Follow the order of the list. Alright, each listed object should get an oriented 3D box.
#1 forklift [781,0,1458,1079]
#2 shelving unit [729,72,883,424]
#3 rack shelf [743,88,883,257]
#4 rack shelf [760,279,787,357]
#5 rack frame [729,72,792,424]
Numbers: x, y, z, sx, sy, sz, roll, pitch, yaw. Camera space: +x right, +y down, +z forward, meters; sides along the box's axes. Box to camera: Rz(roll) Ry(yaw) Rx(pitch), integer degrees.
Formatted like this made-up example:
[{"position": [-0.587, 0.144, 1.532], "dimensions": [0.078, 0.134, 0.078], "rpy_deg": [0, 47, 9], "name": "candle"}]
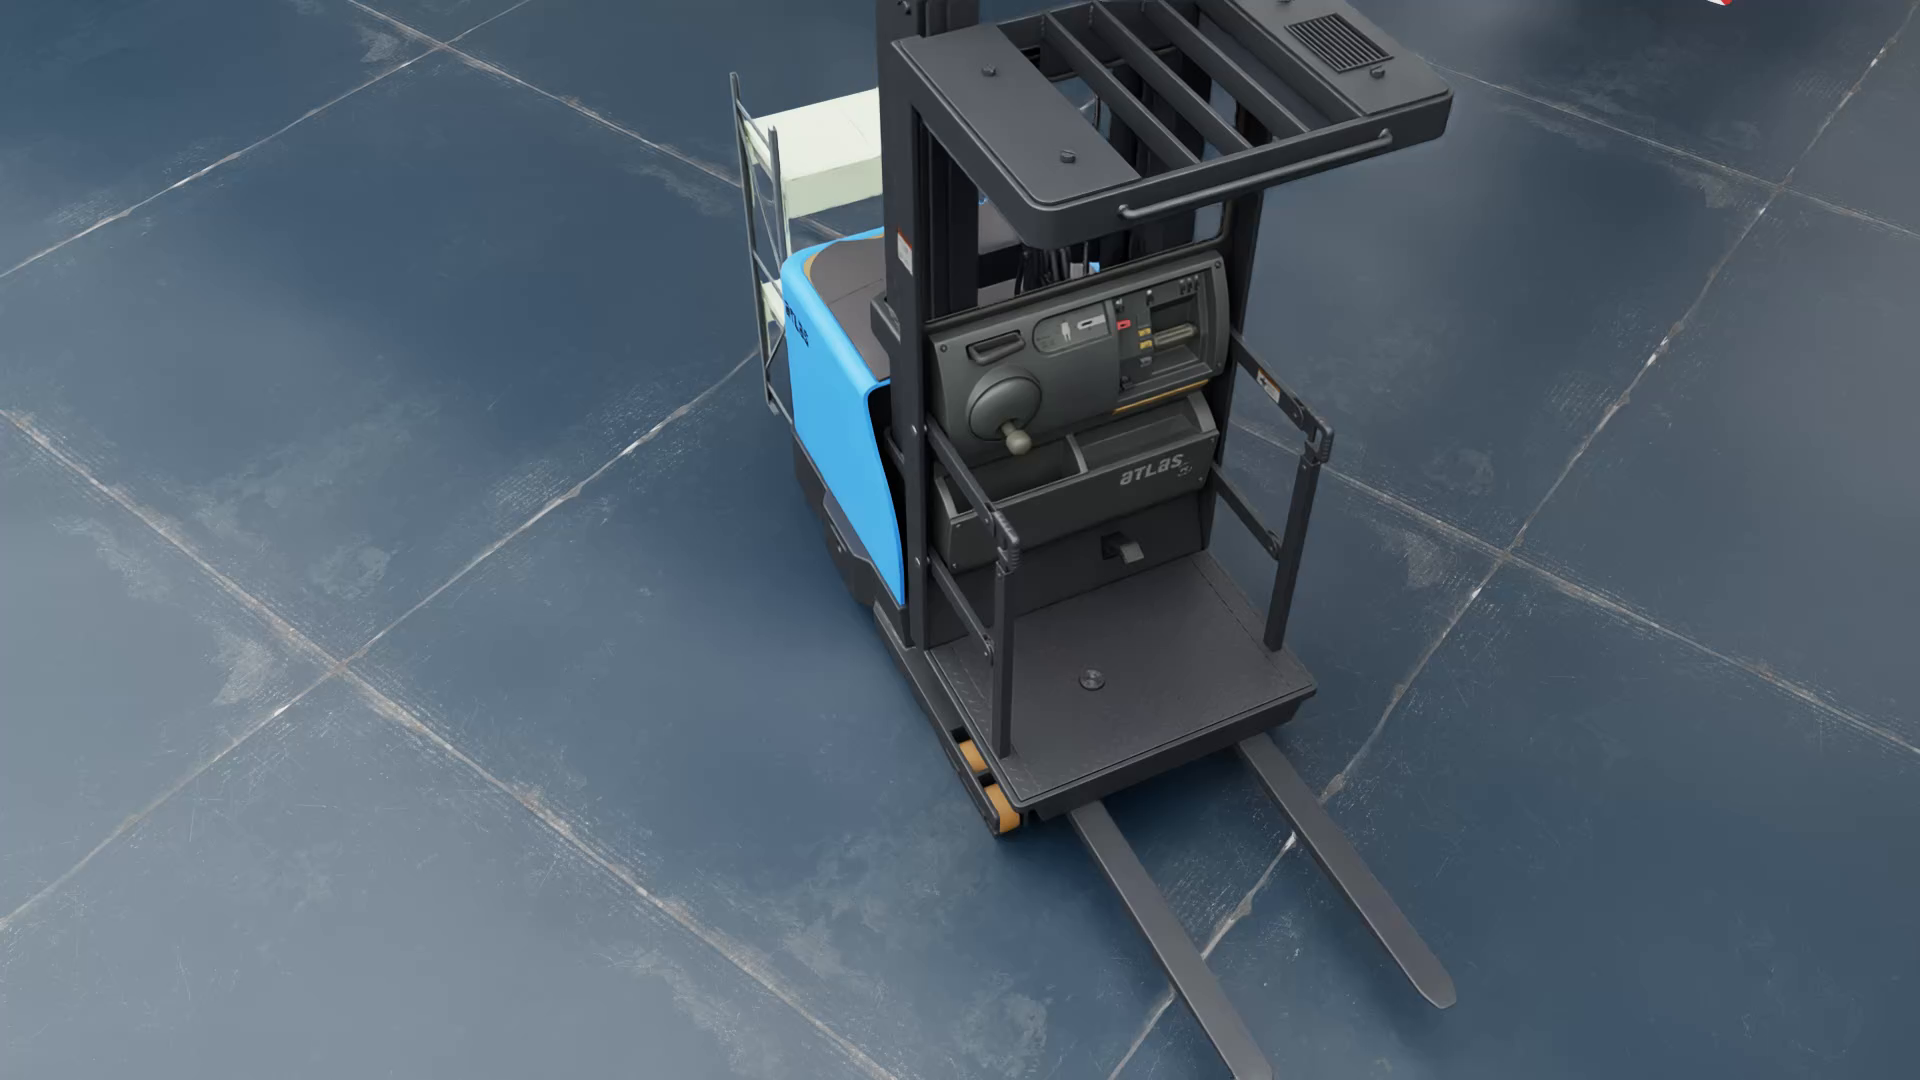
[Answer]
[{"position": [0.456, -0.438, 4.642], "dimensions": [1.130, 2.935, 3.031], "rpy_deg": [-19, 49, -17], "name": "forklift"}, {"position": [-0.366, -1.071, 6.236], "dimensions": [0.755, 1.500, 0.431], "rpy_deg": [-19, 49, -17], "name": "shelving unit"}, {"position": [-0.366, -1.341, 5.954], "dimensions": [0.720, 0.370, 0.431], "rpy_deg": [-19, 49, -17], "name": "rack shelf"}, {"position": [-0.366, -0.846, 6.472], "dimensions": [0.720, 0.370, 0.431], "rpy_deg": [-19, 49, -17], "name": "rack shelf"}, {"position": [-0.696, -0.957, 6.127], "dimensions": [0.023, 1.500, 0.400], "rpy_deg": [-19, 49, -17], "name": "rack frame"}]
